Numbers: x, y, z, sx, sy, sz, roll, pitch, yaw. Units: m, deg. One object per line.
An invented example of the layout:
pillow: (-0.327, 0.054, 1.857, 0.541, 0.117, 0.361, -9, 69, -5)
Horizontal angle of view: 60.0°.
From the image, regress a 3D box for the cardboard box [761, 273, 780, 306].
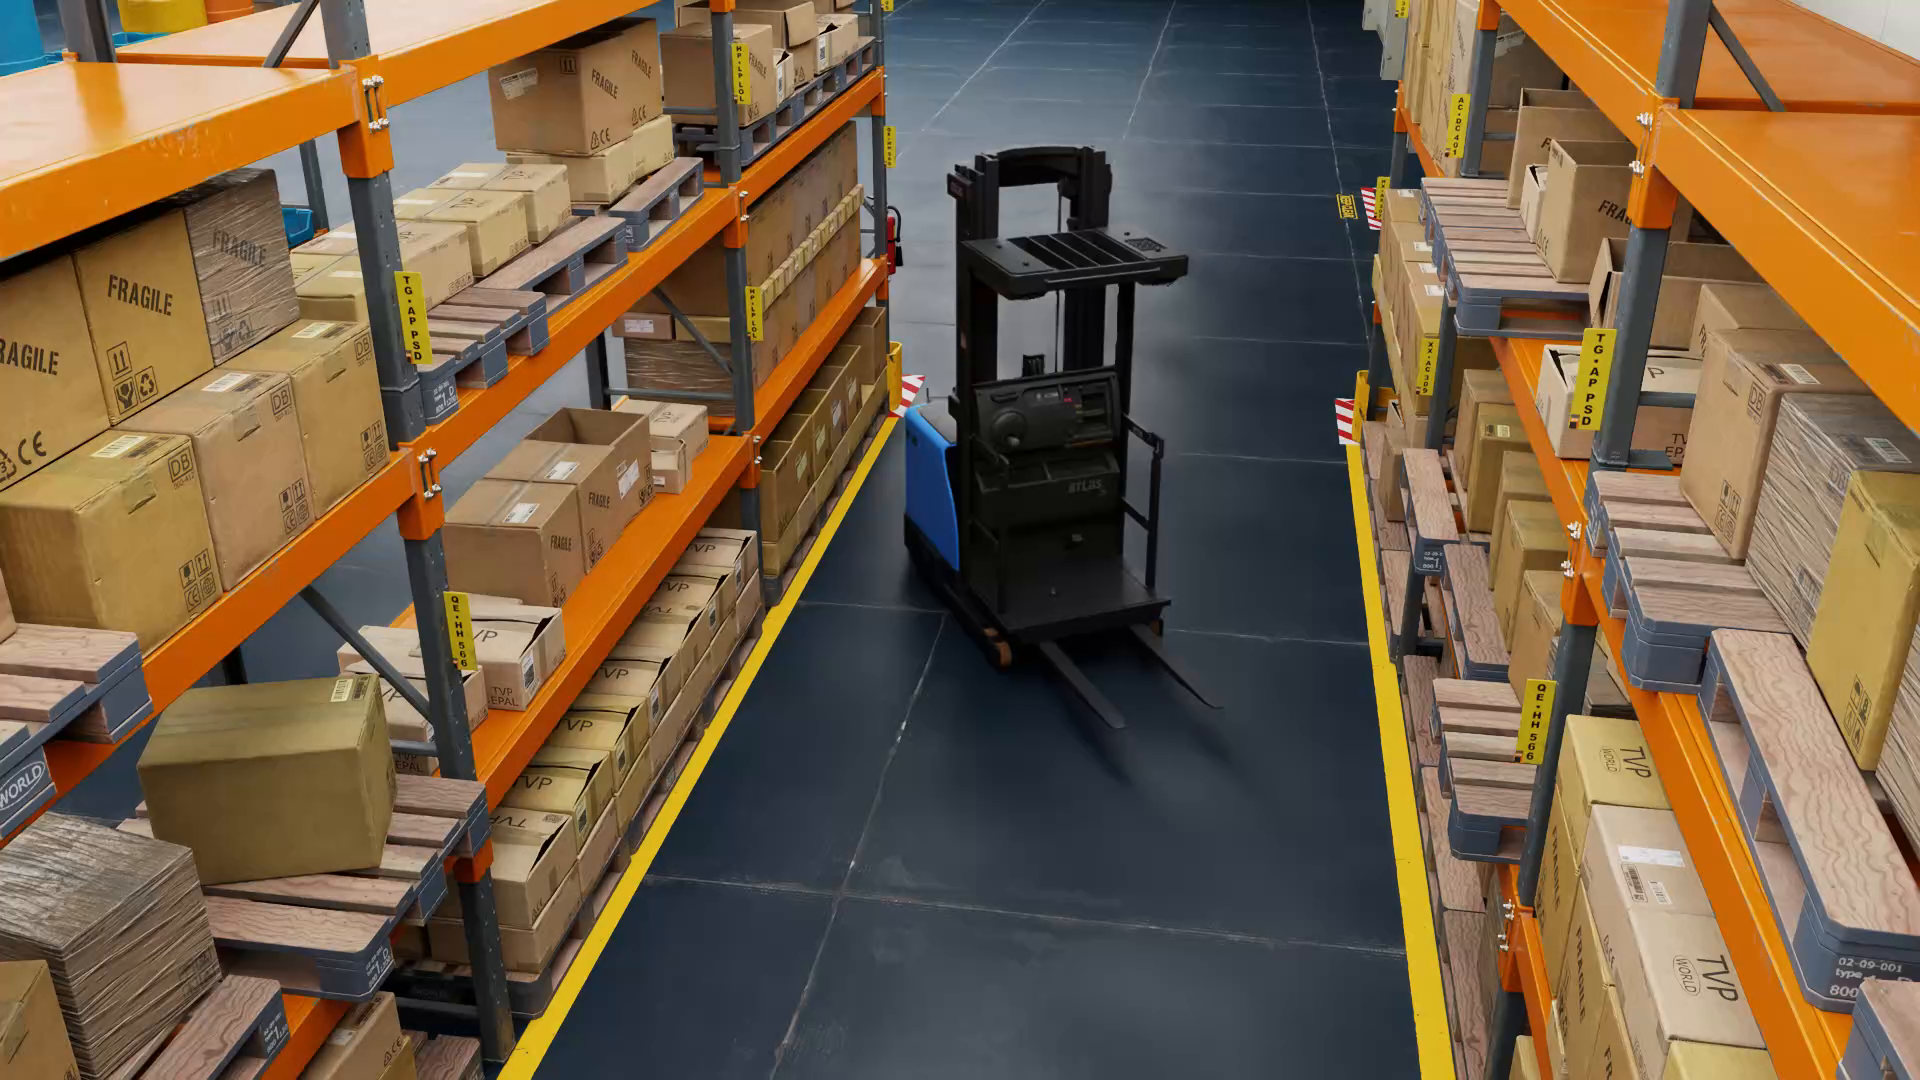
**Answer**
cardboard box: (-1.392, -1.637, 10.825, 0.380, 0.149, 0.250, 4, 25, 8)

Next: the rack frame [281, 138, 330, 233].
rack frame: (-5.982, -2.894, 14.393, 1.000, 3.000, 0.127, 4, 25, 9)

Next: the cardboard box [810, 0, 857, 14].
cardboard box: (-1.194, -3.968, 12.368, 0.797, 0.503, 0.637, 6, 26, 12)

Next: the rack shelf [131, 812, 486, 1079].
rack shelf: (-2.731, 1.959, 4.874, 1.077, 0.370, 4.000, 4, 25, 9)

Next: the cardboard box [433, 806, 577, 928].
cardboard box: (-2.028, 1.400, 7.308, 0.500, 0.311, 0.500, 5, 26, 10)

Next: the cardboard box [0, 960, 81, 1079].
cardboard box: (-2.830, 1.491, 4.412, 0.700, 0.500, 0.500, -2, 25, -5)

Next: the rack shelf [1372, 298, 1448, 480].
rack shelf: (3.465, -1.045, 11.293, 1.077, 0.370, 4.000, 4, 25, 9)

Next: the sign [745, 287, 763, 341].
sign: (-1.213, -1.331, 9.783, 0.100, 0.325, 0.005, 4, 25, 9)

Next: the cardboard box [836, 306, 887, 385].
cardboard box: (-0.890, -1.588, 13.469, 0.500, 0.500, 0.500, 4, 25, 9)

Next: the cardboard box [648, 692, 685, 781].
cardboard box: (-1.784, 1.011, 8.800, 0.500, 0.250, 0.500, 5, 25, 10)

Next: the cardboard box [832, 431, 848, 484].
cardboard box: (-1.126, -0.621, 12.286, 0.500, 0.250, 0.500, 4, 25, 9)

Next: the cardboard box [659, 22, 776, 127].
cardboard box: (-1.408, -2.726, 9.718, 0.500, 0.500, 0.500, 6, 26, 13)

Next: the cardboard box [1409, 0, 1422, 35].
cardboard box: (3.357, -3.722, 11.305, 0.500, 0.500, 0.500, 4, 25, 8)

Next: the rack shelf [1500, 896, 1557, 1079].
rack shelf: (2.157, 2.301, 4.144, 1.077, 0.370, 4.000, 4, 25, 9)

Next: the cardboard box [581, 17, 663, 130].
cardboard box: (-1.890, -2.441, 8.686, 0.500, 0.500, 0.500, 4, 25, 9)

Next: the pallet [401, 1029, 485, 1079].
pallet: (-2.563, 2.370, 6.439, 1.003, 0.211, 1.213, 4, 25, 9)

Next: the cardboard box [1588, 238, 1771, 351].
cardboard box: (2.787, -0.811, 6.261, 0.797, 0.503, 0.637, 8, 26, 16)

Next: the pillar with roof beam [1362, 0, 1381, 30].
pillar with roof beam: (4.206, -14.907, 32.983, 9.100, 9.000, 0.400, 4, 25, 9)

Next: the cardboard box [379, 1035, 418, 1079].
cardboard box: (-2.325, 2.137, 6.075, 0.500, 0.500, 0.500, 5, 26, 11)

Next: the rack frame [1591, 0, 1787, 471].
rack frame: (2.484, -1.578, 4.507, 1.000, 3.000, 0.127, 4, 25, 9)

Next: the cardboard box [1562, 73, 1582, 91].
cardboard box: (3.500, -2.585, 8.875, 0.500, 0.500, 0.500, 5, 25, 10)

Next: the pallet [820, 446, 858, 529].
pallet: (-1.382, -0.454, 12.472, 1.003, 0.211, 1.213, 4, 25, 9)

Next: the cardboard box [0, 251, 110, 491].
cardboard box: (-2.648, -0.451, 4.340, 0.500, 0.500, 0.500, 4, 25, 9)

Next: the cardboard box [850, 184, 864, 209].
cardboard box: (-0.971, -2.715, 13.129, 0.380, 0.149, 0.250, 4, 25, 8)

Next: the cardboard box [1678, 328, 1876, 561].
cardboard box: (2.463, -0.261, 4.595, 0.700, 0.500, 0.500, 2, 25, 4)

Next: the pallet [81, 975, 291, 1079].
pallet: (-2.717, 1.698, 4.811, 1.003, 0.211, 1.213, 4, 25, 9)

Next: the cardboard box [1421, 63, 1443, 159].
cardboard box: (3.125, -2.620, 10.130, 0.500, 0.500, 0.500, 3, 25, 6)

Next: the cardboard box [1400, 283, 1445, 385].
cardboard box: (2.986, -1.243, 10.137, 0.500, 0.500, 0.500, 4, 25, 8)

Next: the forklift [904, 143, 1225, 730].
forklift: (0.617, -0.746, 9.887, 1.130, 2.935, 3.031, -9, 27, -19)

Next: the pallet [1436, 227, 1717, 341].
pallet: (2.765, -1.123, 7.294, 1.213, 0.211, 1.003, 4, 25, 9)

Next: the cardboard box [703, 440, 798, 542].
cardboard box: (-1.365, -0.333, 10.786, 0.500, 0.500, 0.500, 4, 25, 9)

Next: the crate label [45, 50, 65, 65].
crate label: (-6.614, -3.425, 12.166, 0.502, 0.251, 0.408, 4, 25, 9)

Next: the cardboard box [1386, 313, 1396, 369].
cardboard box: (3.154, -1.324, 11.194, 0.500, 0.250, 0.500, 4, 25, 9)

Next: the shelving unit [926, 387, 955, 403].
shelving unit: (-0.124, -0.533, 11.651, 0.215, 1.050, 0.252, -2, 25, -5)

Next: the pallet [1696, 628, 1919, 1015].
pallet: (2.251, 0.607, 3.600, 1.003, 0.211, 1.213, 5, 26, 11)

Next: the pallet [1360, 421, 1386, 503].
pallet: (3.611, -0.575, 12.730, 1.003, 0.211, 1.213, 4, 25, 9)

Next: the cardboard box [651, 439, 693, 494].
cardboard box: (-1.713, -0.435, 9.299, 0.396, 0.266, 0.258, 3, 25, 7)

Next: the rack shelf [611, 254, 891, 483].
rack shelf: (-1.423, -1.387, 12.022, 1.077, 0.370, 4.000, 4, 25, 9)

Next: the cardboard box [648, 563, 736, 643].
cardboard box: (-1.612, 0.333, 9.588, 0.500, 0.311, 0.500, 5, 25, 10)

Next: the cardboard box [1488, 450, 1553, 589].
cardboard box: (2.846, -0.057, 7.698, 0.700, 0.500, 0.500, 8, 26, 16)

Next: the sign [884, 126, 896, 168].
sign: (-0.563, -3.137, 13.269, 0.100, 0.325, 0.005, 4, 25, 9)

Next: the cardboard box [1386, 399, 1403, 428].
cardboard box: (3.590, -0.906, 12.799, 0.500, 0.311, 0.500, 1, 25, 3)

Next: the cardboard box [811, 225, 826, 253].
cardboard box: (-1.181, -2.173, 11.971, 0.380, 0.149, 0.250, 5, 25, 10)

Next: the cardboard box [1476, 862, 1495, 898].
cardboard box: (2.802, 1.350, 7.758, 0.700, 0.500, 0.500, 4, 25, 8)

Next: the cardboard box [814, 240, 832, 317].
cardboard box: (-1.353, -1.972, 12.308, 0.700, 0.500, 0.500, 4, 25, 9)

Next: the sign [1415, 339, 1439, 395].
sign: (2.601, -0.961, 9.243, 0.100, 0.325, 0.005, 4, 25, 9)

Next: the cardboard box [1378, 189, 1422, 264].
cardboard box: (3.417, -2.309, 12.414, 0.500, 0.500, 0.500, 4, 25, 9)

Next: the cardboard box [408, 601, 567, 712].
cardboard box: (-2.067, 0.477, 7.298, 0.500, 0.311, 0.500, 4, 25, 8)

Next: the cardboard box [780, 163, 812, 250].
cardboard box: (-1.438, -2.324, 11.529, 0.700, 0.500, 0.500, 4, 25, 9)

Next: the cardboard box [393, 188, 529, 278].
cardboard box: (-2.213, -1.336, 7.210, 0.500, 0.250, 0.500, 4, 25, 7)

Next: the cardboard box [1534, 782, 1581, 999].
cardboard box: (2.152, 1.135, 5.294, 0.500, 0.500, 0.500, 5, 26, 10)
